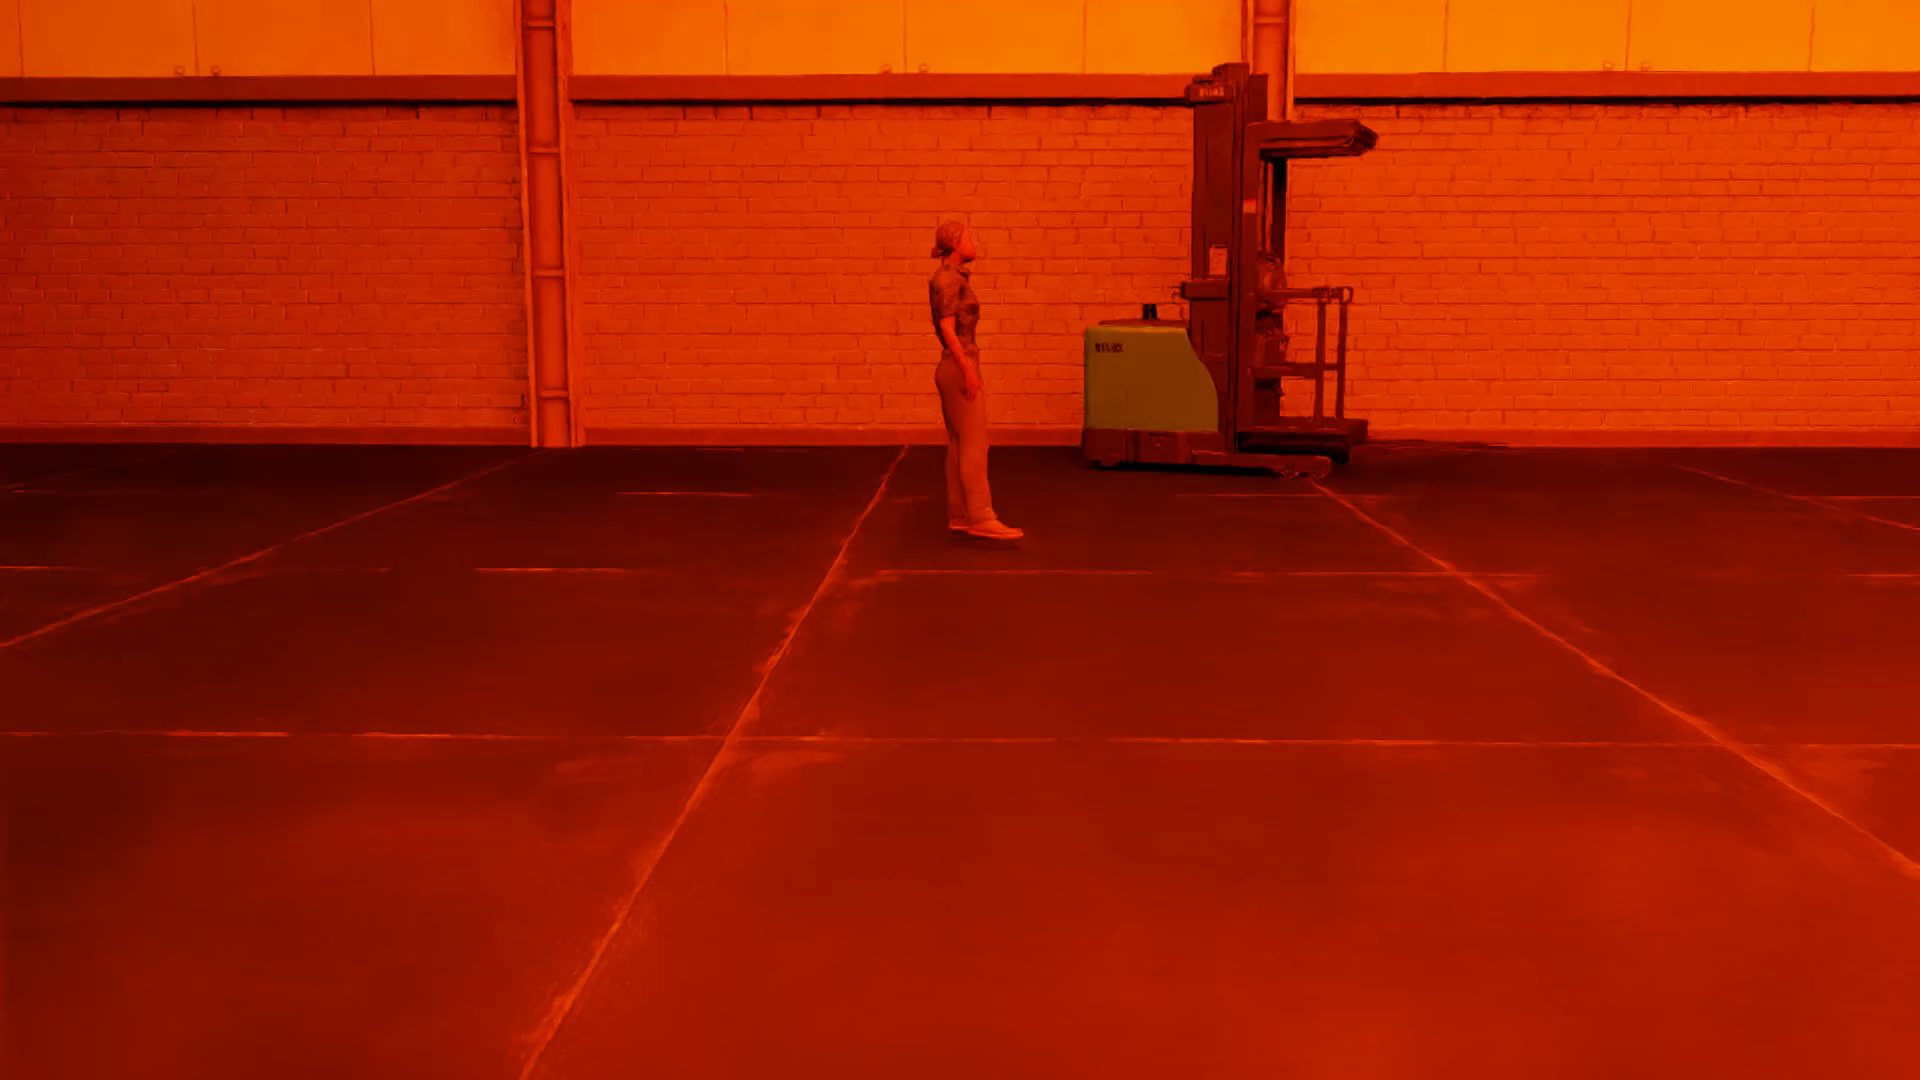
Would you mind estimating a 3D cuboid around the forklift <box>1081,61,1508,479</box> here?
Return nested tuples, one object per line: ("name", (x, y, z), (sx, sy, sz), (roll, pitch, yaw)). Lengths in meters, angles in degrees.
("forklift", (2.485, -1.975, 12.231), (3.031, 2.935, 1.130), (3, 9, 21))

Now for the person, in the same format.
("person", (0.087, -0.861, 8.849), (0.504, 1.654, 0.570), (0, 9, 1))
